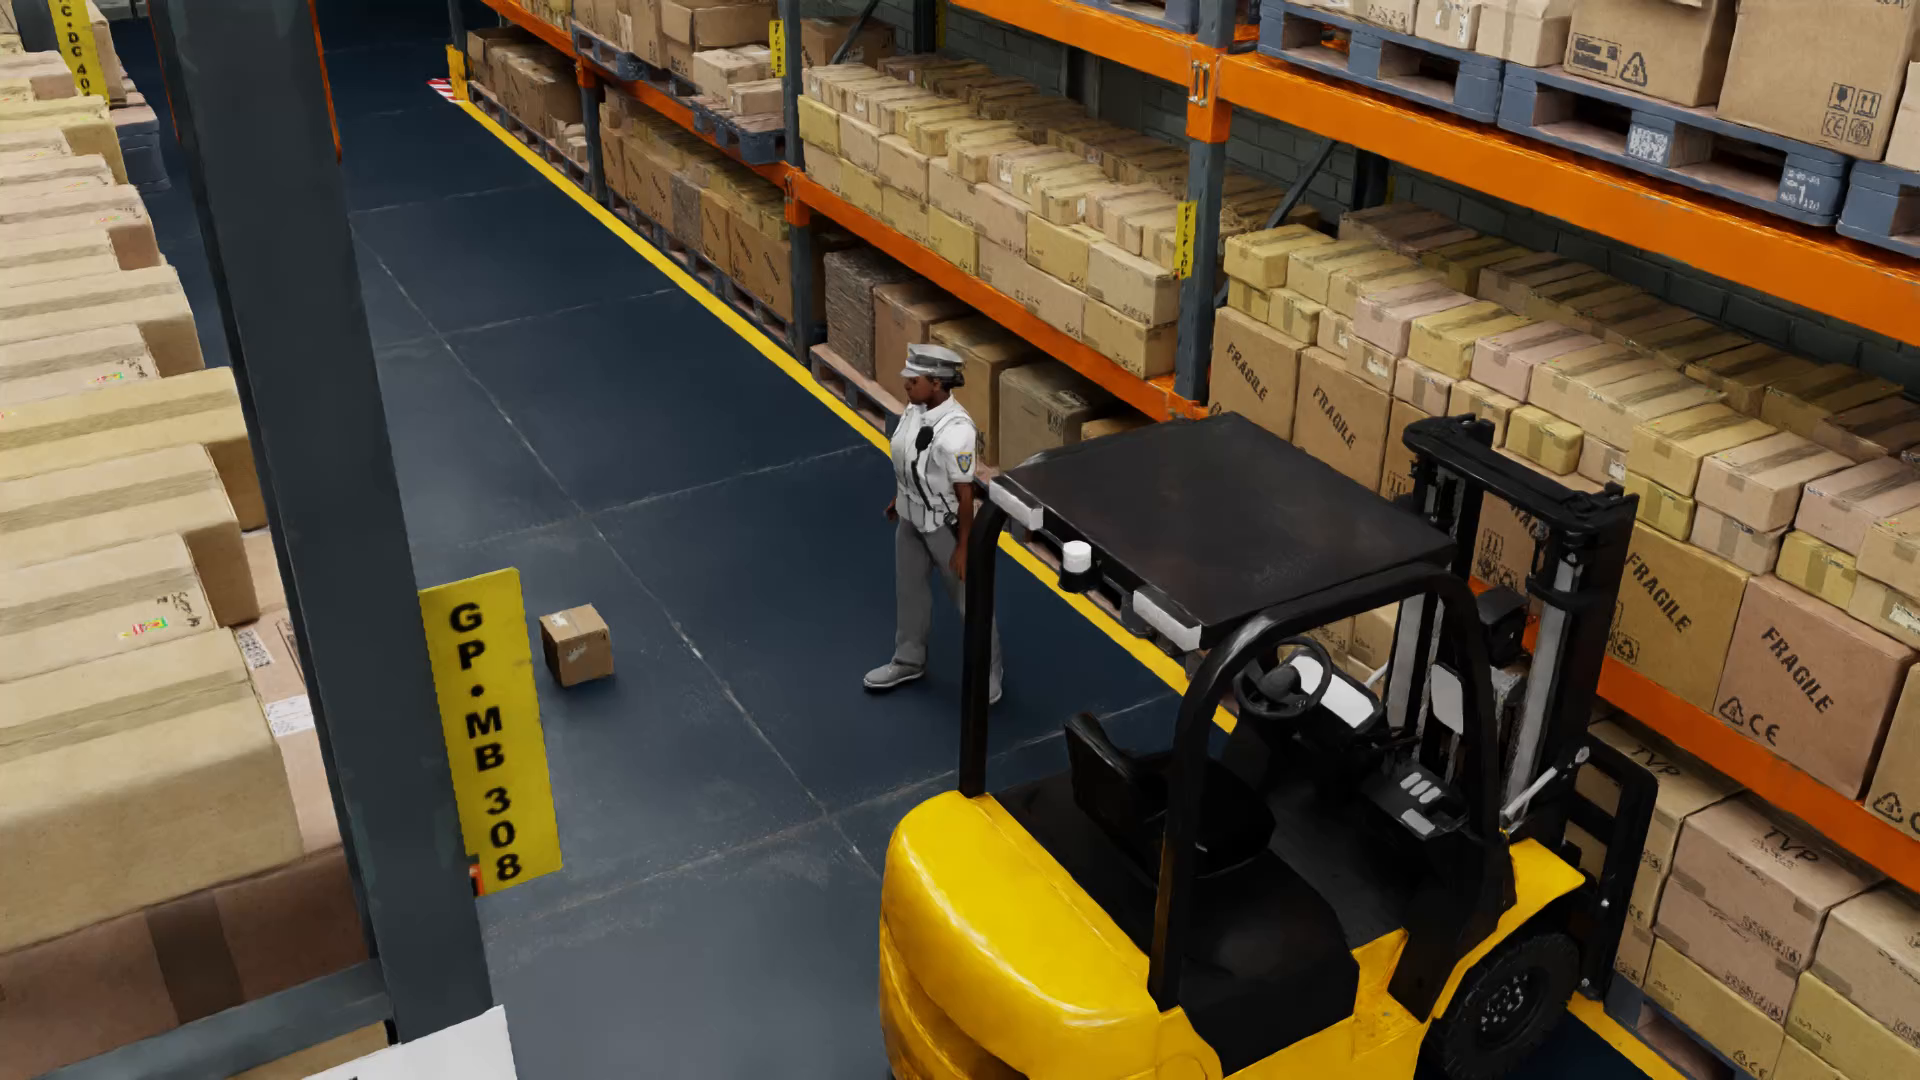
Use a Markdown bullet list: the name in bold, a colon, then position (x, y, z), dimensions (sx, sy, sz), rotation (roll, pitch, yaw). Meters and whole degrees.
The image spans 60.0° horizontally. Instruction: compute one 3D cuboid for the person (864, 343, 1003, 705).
- **person**: position (-0.128, -0.081, 7.232), dimensions (0.579, 1.658, 0.657), rotation (-18, 34, -29)
